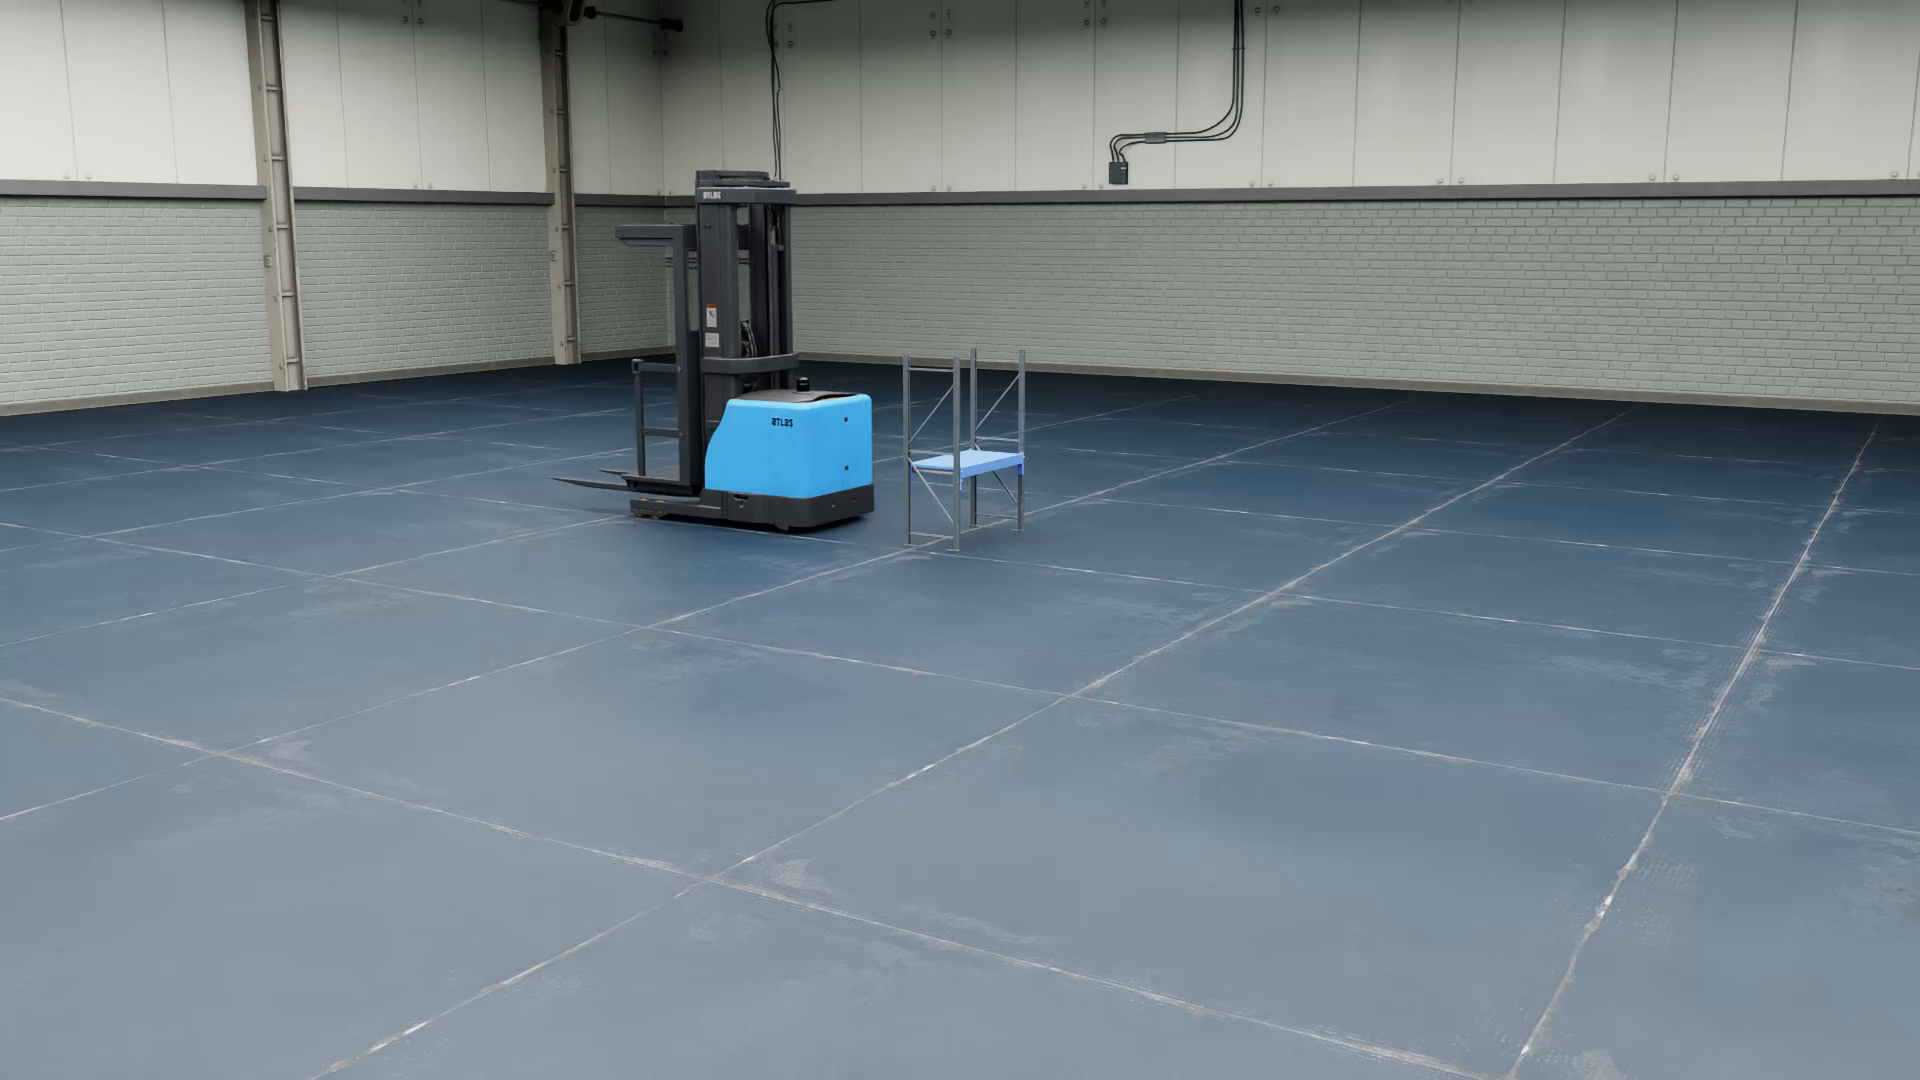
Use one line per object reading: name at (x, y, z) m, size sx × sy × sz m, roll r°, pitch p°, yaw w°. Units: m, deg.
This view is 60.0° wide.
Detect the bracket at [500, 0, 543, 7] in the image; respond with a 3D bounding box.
bracket at (-8.528, -8.962, 27.004) m, size 0.076 × 0.066 × 4.783 m, roll 6°, pitch 12°, yaw 31°

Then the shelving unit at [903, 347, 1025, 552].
shelving unit at (0.044, -0.751, 13.302) m, size 0.538 × 1.500 × 1.048 m, roll 6°, pitch 12°, yaw 31°

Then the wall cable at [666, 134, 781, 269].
wall cable at (-4.619, -6.508, 32.115) m, size 3.097 × 2.526 × 0.112 m, roll 6°, pitch 12°, yaw 31°

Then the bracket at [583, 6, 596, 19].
bracket at (-6.760, -9.498, 29.866) m, size 0.235 × 0.232 × 0.430 m, roll 6°, pitch 12°, yaw 31°

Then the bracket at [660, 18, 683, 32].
bracket at (-5.529, -9.871, 31.857) m, size 0.235 × 0.232 × 0.430 m, roll 6°, pitch 12°, yaw 31°

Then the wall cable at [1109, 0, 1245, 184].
wall cable at (3.487, -8.796, 26.659) m, size 2.305 × 6.003 × 0.169 m, roll 6°, pitch 12°, yaw 31°

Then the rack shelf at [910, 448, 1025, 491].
rack shelf at (0.044, -0.574, 13.335) m, size 0.538 × 0.185 × 1.000 m, roll 6°, pitch 12°, yaw 31°

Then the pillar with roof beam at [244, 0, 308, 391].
pillar with roof beam at (-6.714, -6.342, 22.792) m, size 9.100 × 9.000 × 0.400 m, roll 6°, pitch 12°, yaw 31°

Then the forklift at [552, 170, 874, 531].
forklift at (-2.264, -1.693, 14.447) m, size 3.031 × 2.935 × 1.130 m, roll 6°, pitch 12°, yaw 31°

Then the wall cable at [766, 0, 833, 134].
wall cable at (-2.307, -8.732, 30.270) m, size 3.097 × 2.526 × 0.112 m, roll 6°, pitch 12°, yaw 31°

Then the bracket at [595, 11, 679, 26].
bracket at (-5.836, -9.778, 31.360) m, size 0.076 × 0.066 × 3.189 m, roll 6°, pitch 12°, yaw 31°

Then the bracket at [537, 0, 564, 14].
bracket at (-7.191, -9.367, 29.168) m, size 0.235 × 0.232 × 0.430 m, roll 6°, pitch 12°, yaw 31°

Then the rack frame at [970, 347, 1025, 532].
rack frame at (0.308, -0.831, 13.729) m, size 0.500 × 1.500 × 0.032 m, roll 6°, pitch 12°, yaw 31°

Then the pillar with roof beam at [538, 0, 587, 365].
pillar with roof beam at (-3.599, -7.286, 27.832) m, size 9.100 × 9.000 × 0.548 m, roll 6°, pitch 12°, yaw 31°

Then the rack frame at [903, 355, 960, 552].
rack frame at (-0.220, -0.671, 12.875) m, size 0.500 × 1.500 × 0.032 m, roll 6°, pitch 12°, yaw 31°
